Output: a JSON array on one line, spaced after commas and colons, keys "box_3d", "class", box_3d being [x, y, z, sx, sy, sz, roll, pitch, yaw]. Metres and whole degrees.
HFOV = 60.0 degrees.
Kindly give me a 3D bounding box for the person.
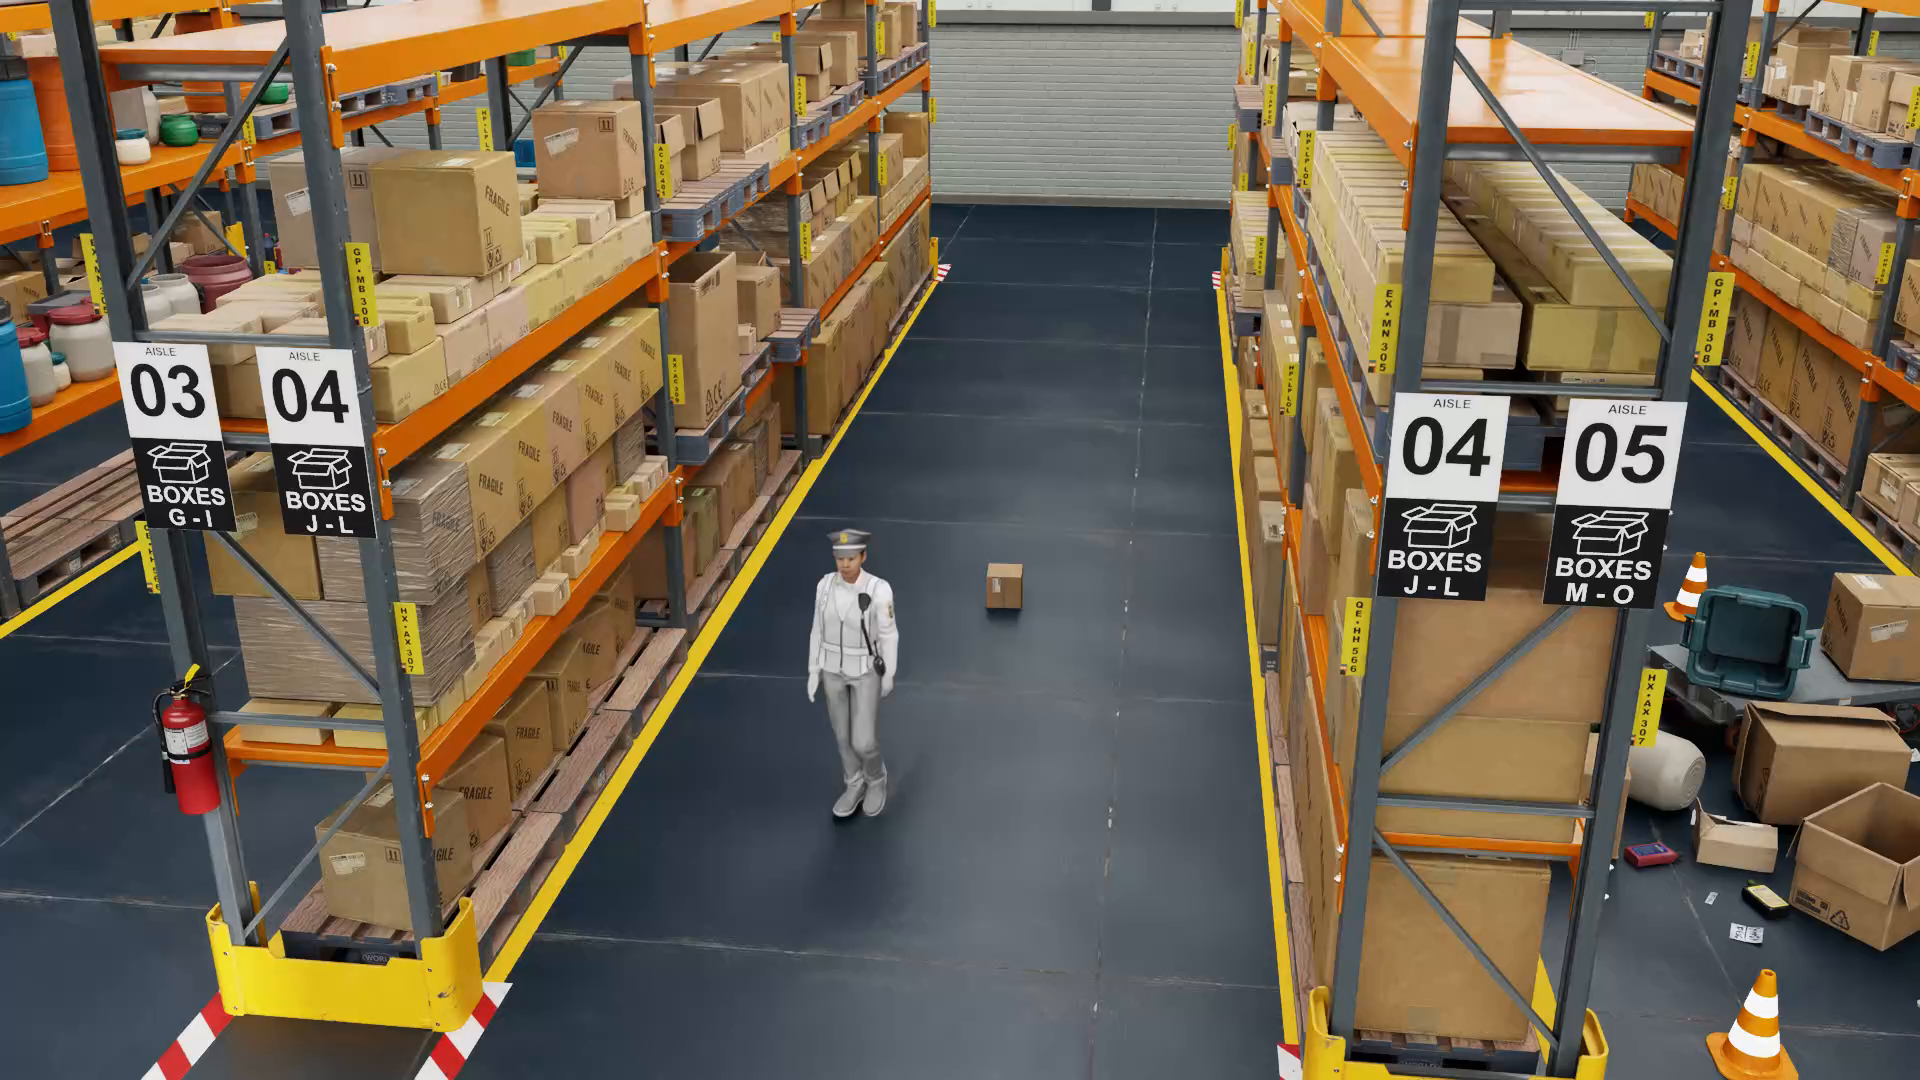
[{"box_3d": [-0.603, 0.750, 9.090, 0.484, 1.690, 0.436, 8, 23, 19], "class": "person"}]
